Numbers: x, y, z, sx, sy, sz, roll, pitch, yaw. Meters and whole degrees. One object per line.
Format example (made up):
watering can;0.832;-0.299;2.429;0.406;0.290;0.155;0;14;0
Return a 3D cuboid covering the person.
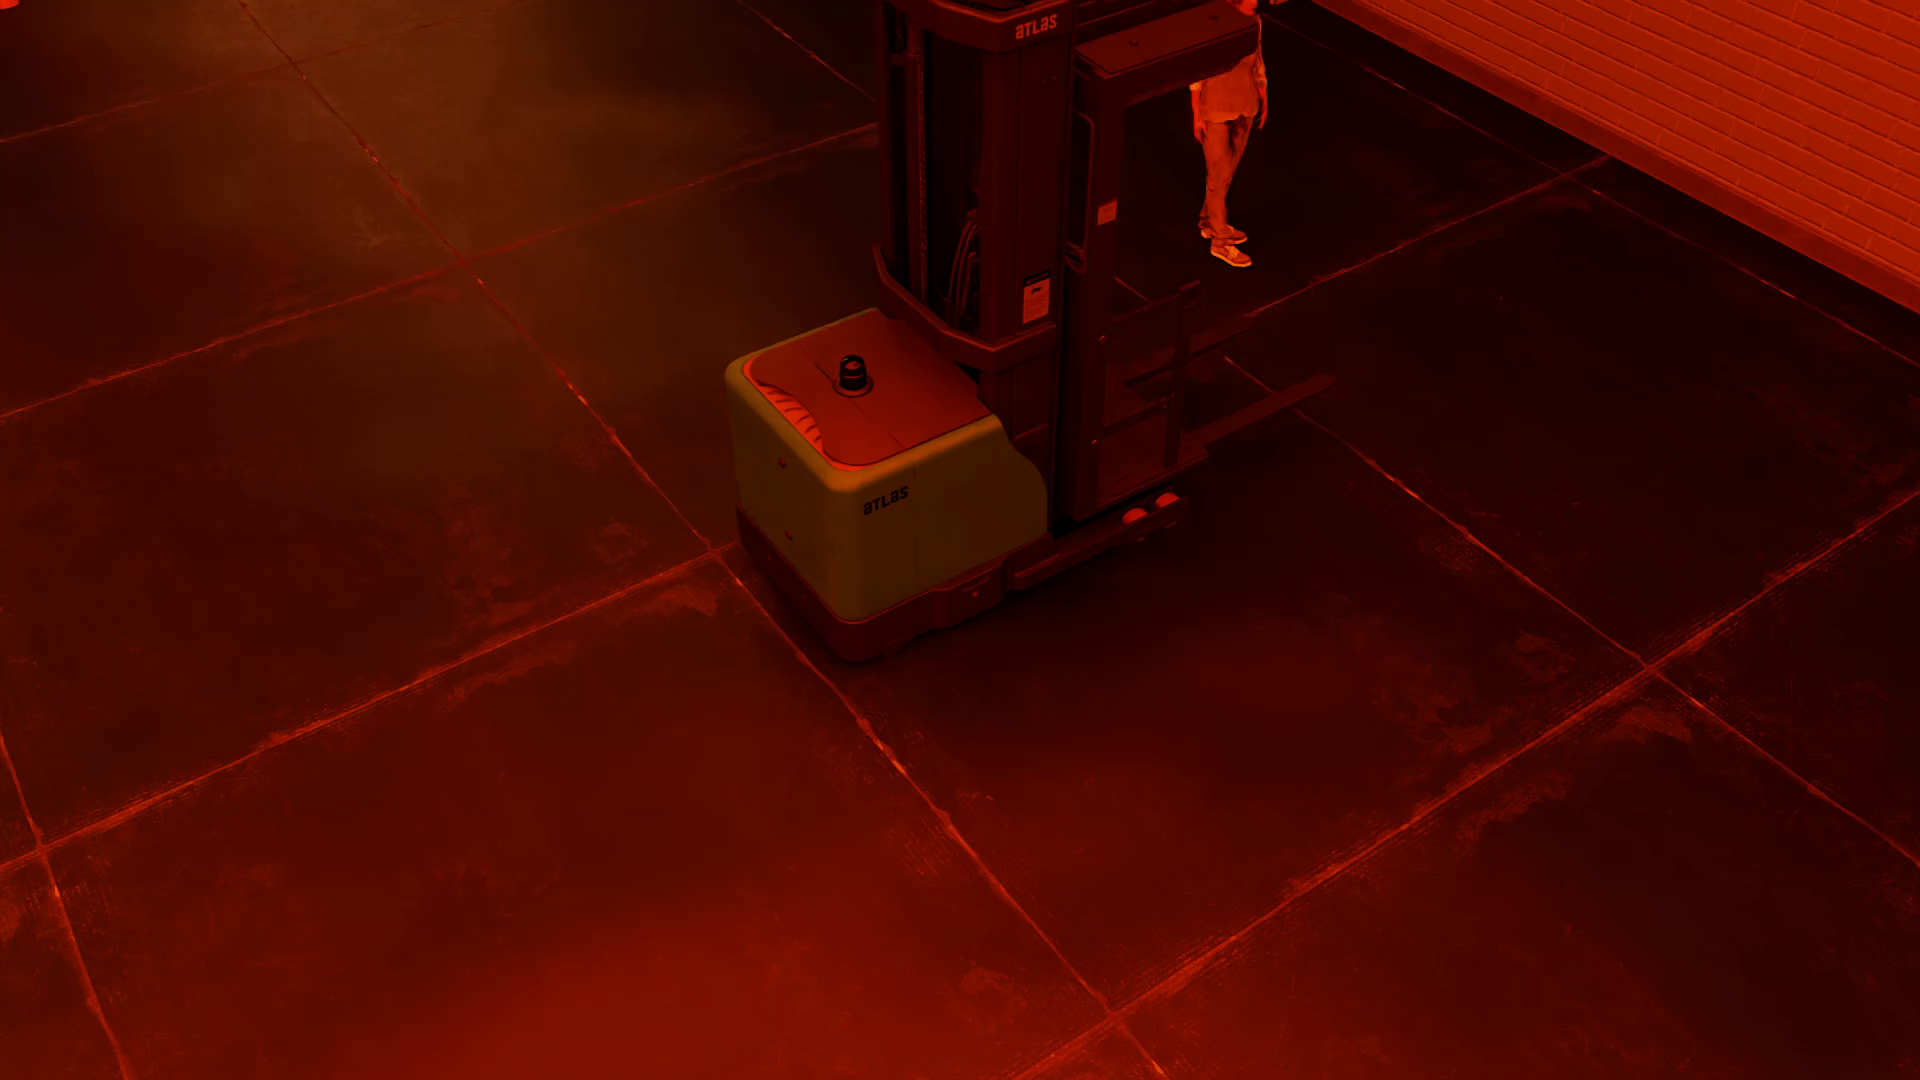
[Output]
person;1.539;-2.303;9.192;0.498;1.598;0.552;-19;46;-20

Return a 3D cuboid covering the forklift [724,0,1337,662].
forklift;0.477;-1.338;7.167;3.031;2.935;1.130;-25;48;-24
